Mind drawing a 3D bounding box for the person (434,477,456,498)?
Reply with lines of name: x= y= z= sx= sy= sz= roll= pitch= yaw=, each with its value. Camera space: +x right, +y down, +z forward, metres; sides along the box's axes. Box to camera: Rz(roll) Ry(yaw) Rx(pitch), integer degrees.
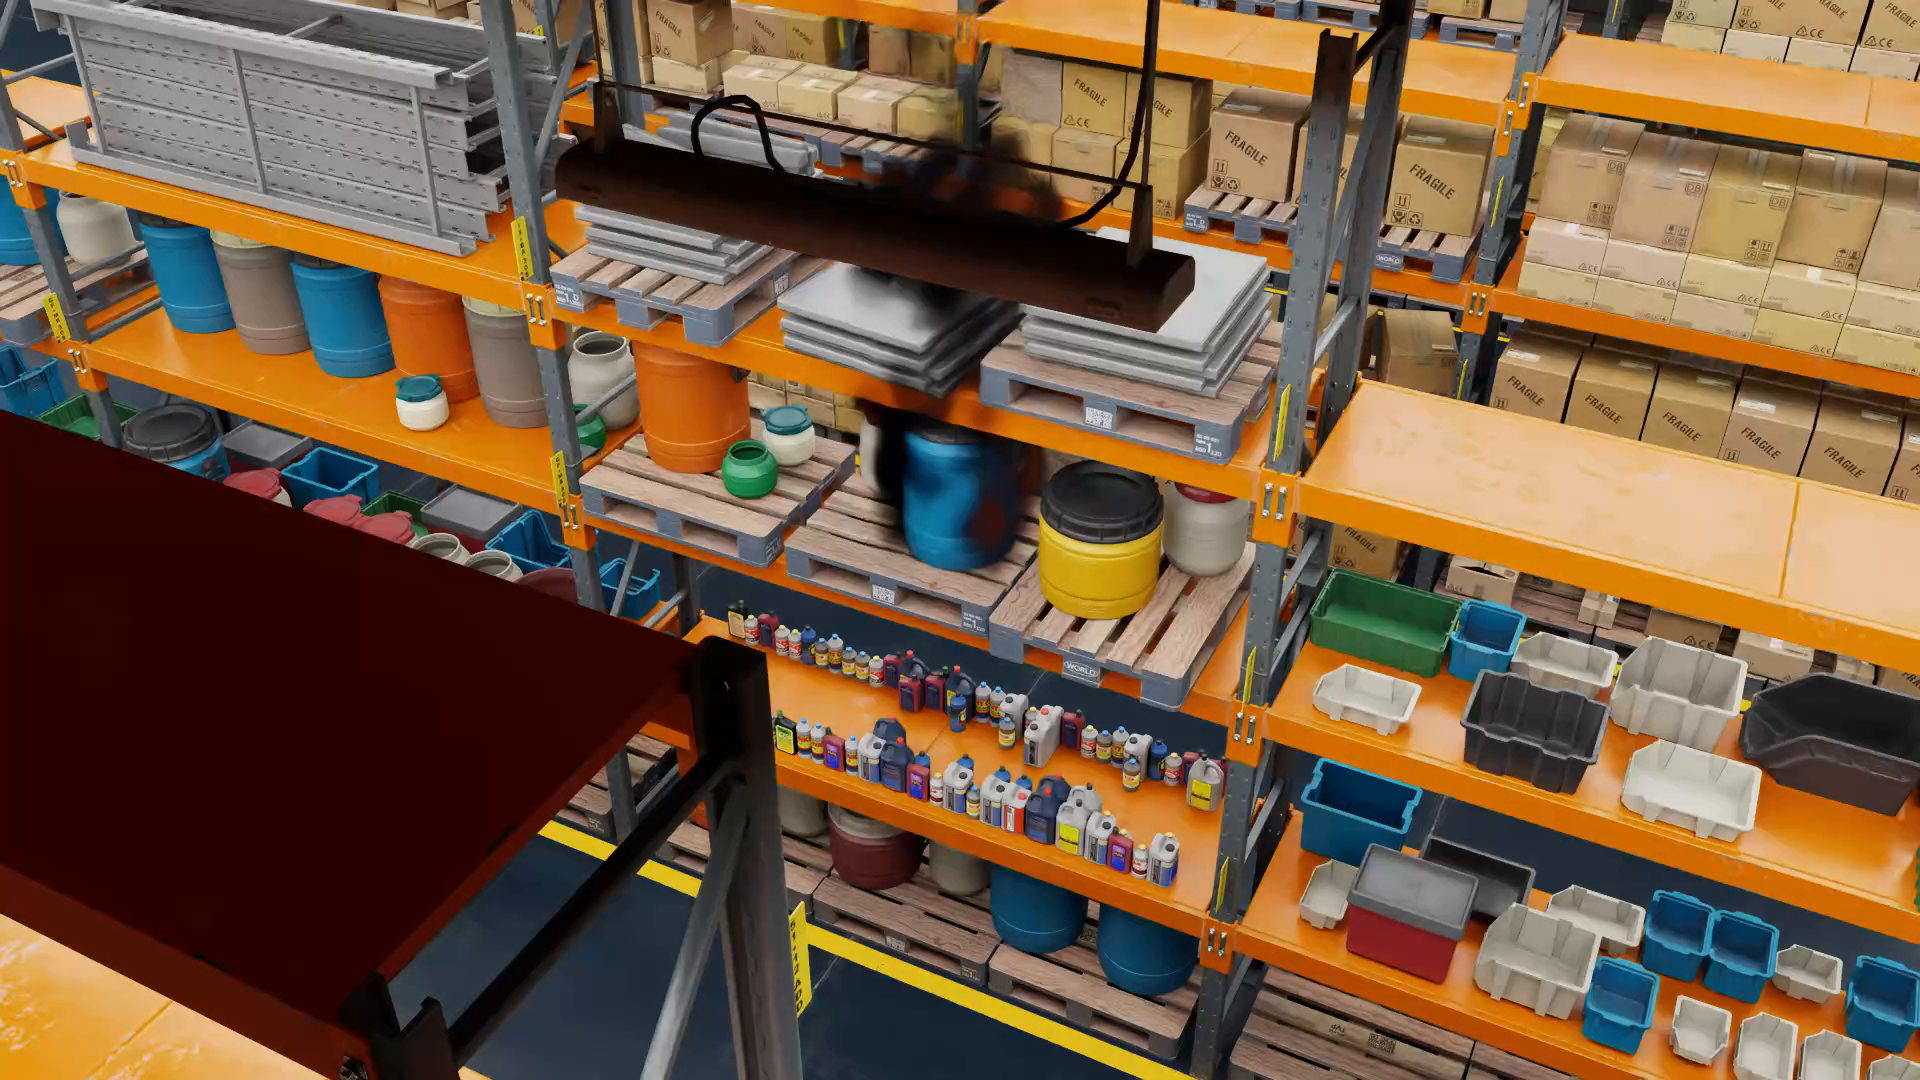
person: x=-4.045 y=-0.693 z=13.352 sx=0.569 sy=1.733 sz=0.668 roll=11 pitch=36 yaw=15
